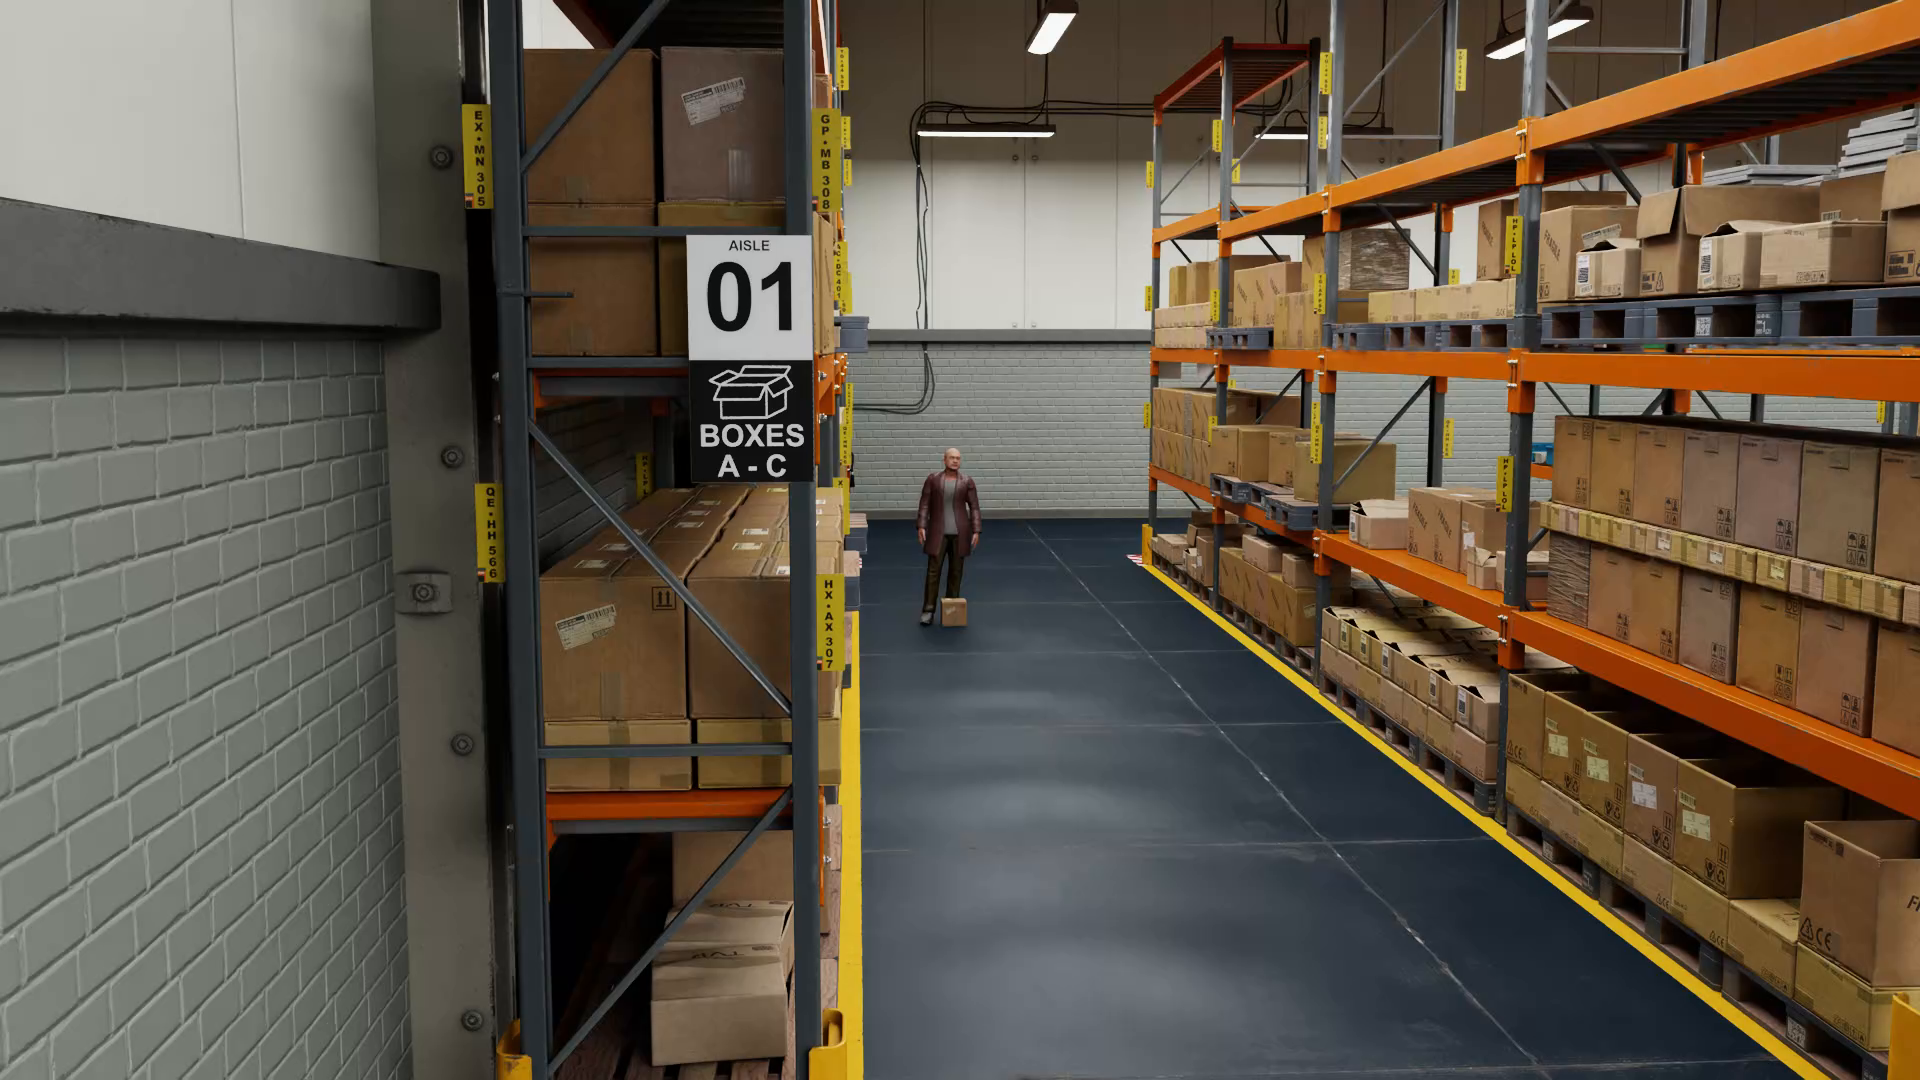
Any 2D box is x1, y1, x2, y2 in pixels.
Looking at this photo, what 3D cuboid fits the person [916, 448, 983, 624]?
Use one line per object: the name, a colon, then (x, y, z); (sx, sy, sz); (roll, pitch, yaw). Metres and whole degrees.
person: (-0.108, -0.047, 17.122); (0.693, 1.775, 0.582); (0, 7, -3)
